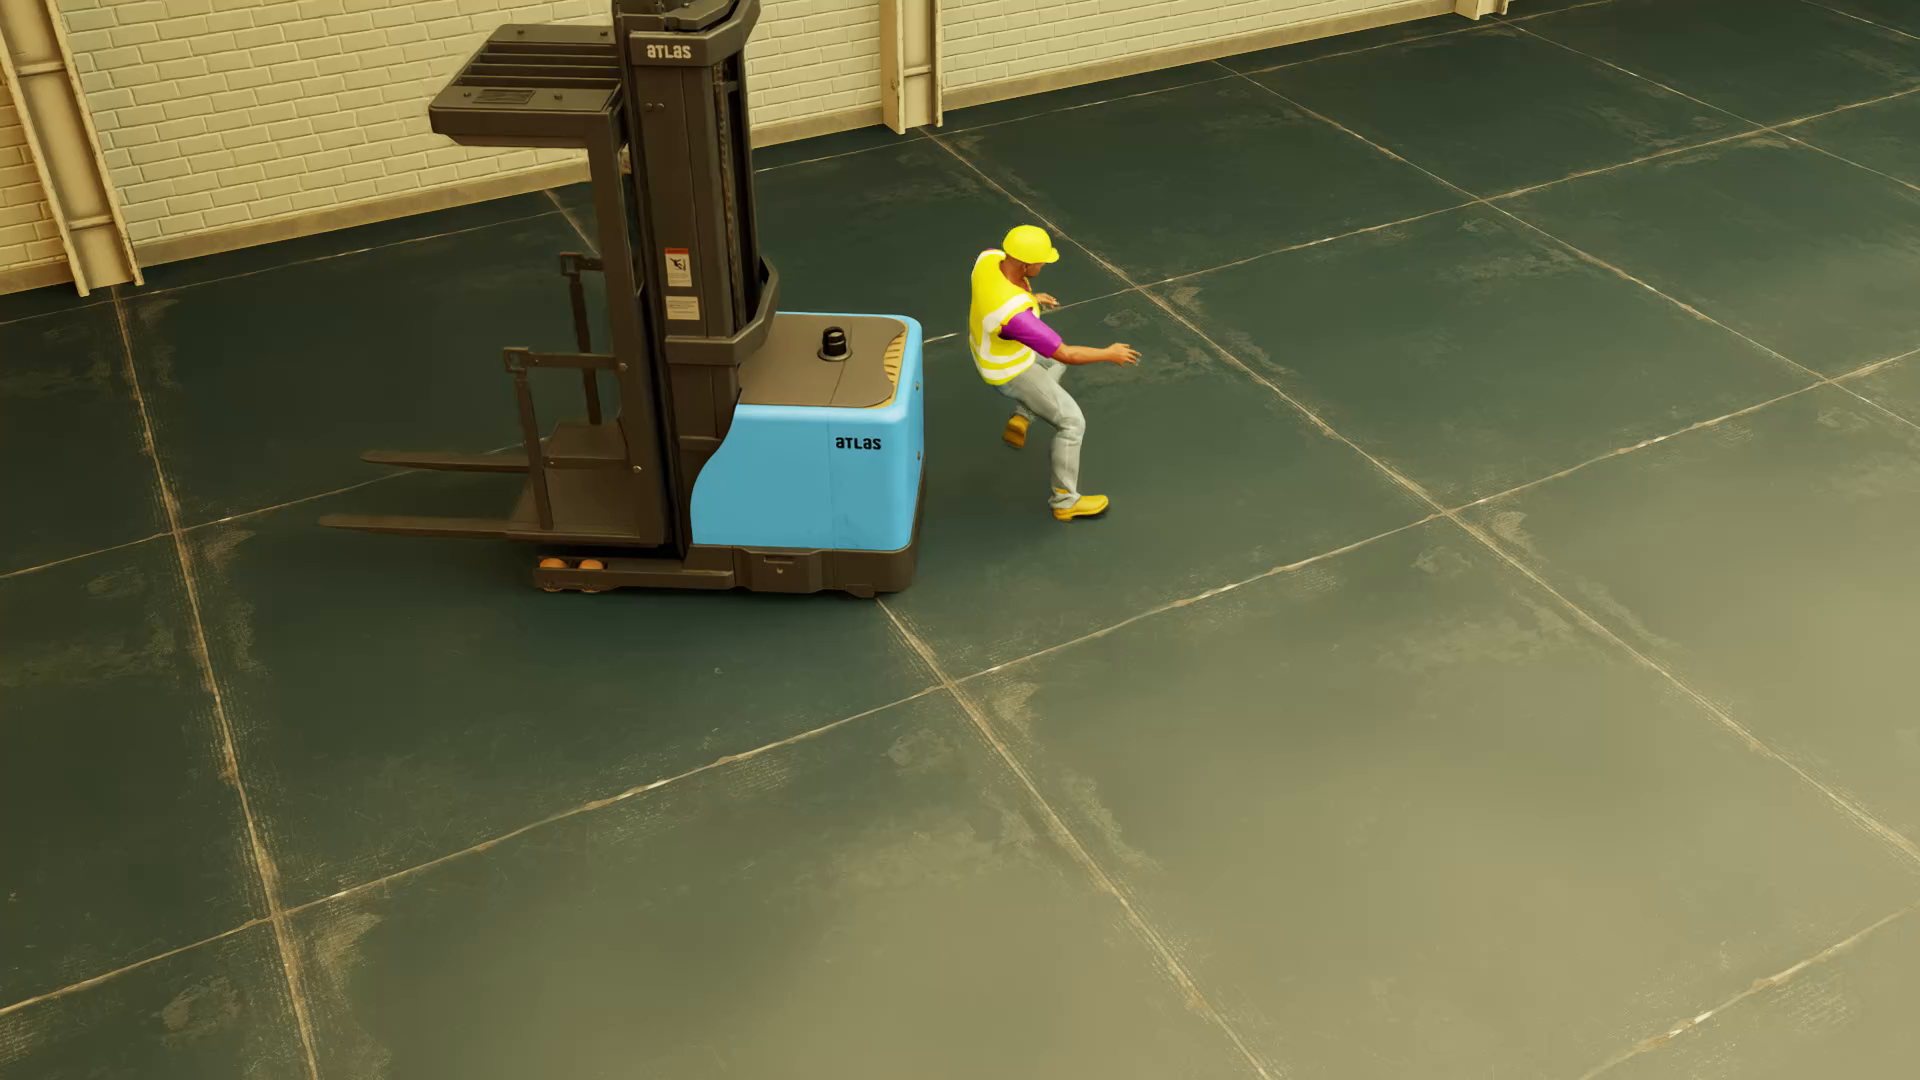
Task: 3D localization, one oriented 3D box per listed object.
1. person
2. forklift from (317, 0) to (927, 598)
[{"bbox_3d":[0.474,-0.966,8.678,0.808,1.572,0.836,-8,36,-12],"label":"person"},{"bbox_3d":[-1.718,-1.235,7.870,3.031,2.935,1.130,2,35,3],"label":"forklift"}]
